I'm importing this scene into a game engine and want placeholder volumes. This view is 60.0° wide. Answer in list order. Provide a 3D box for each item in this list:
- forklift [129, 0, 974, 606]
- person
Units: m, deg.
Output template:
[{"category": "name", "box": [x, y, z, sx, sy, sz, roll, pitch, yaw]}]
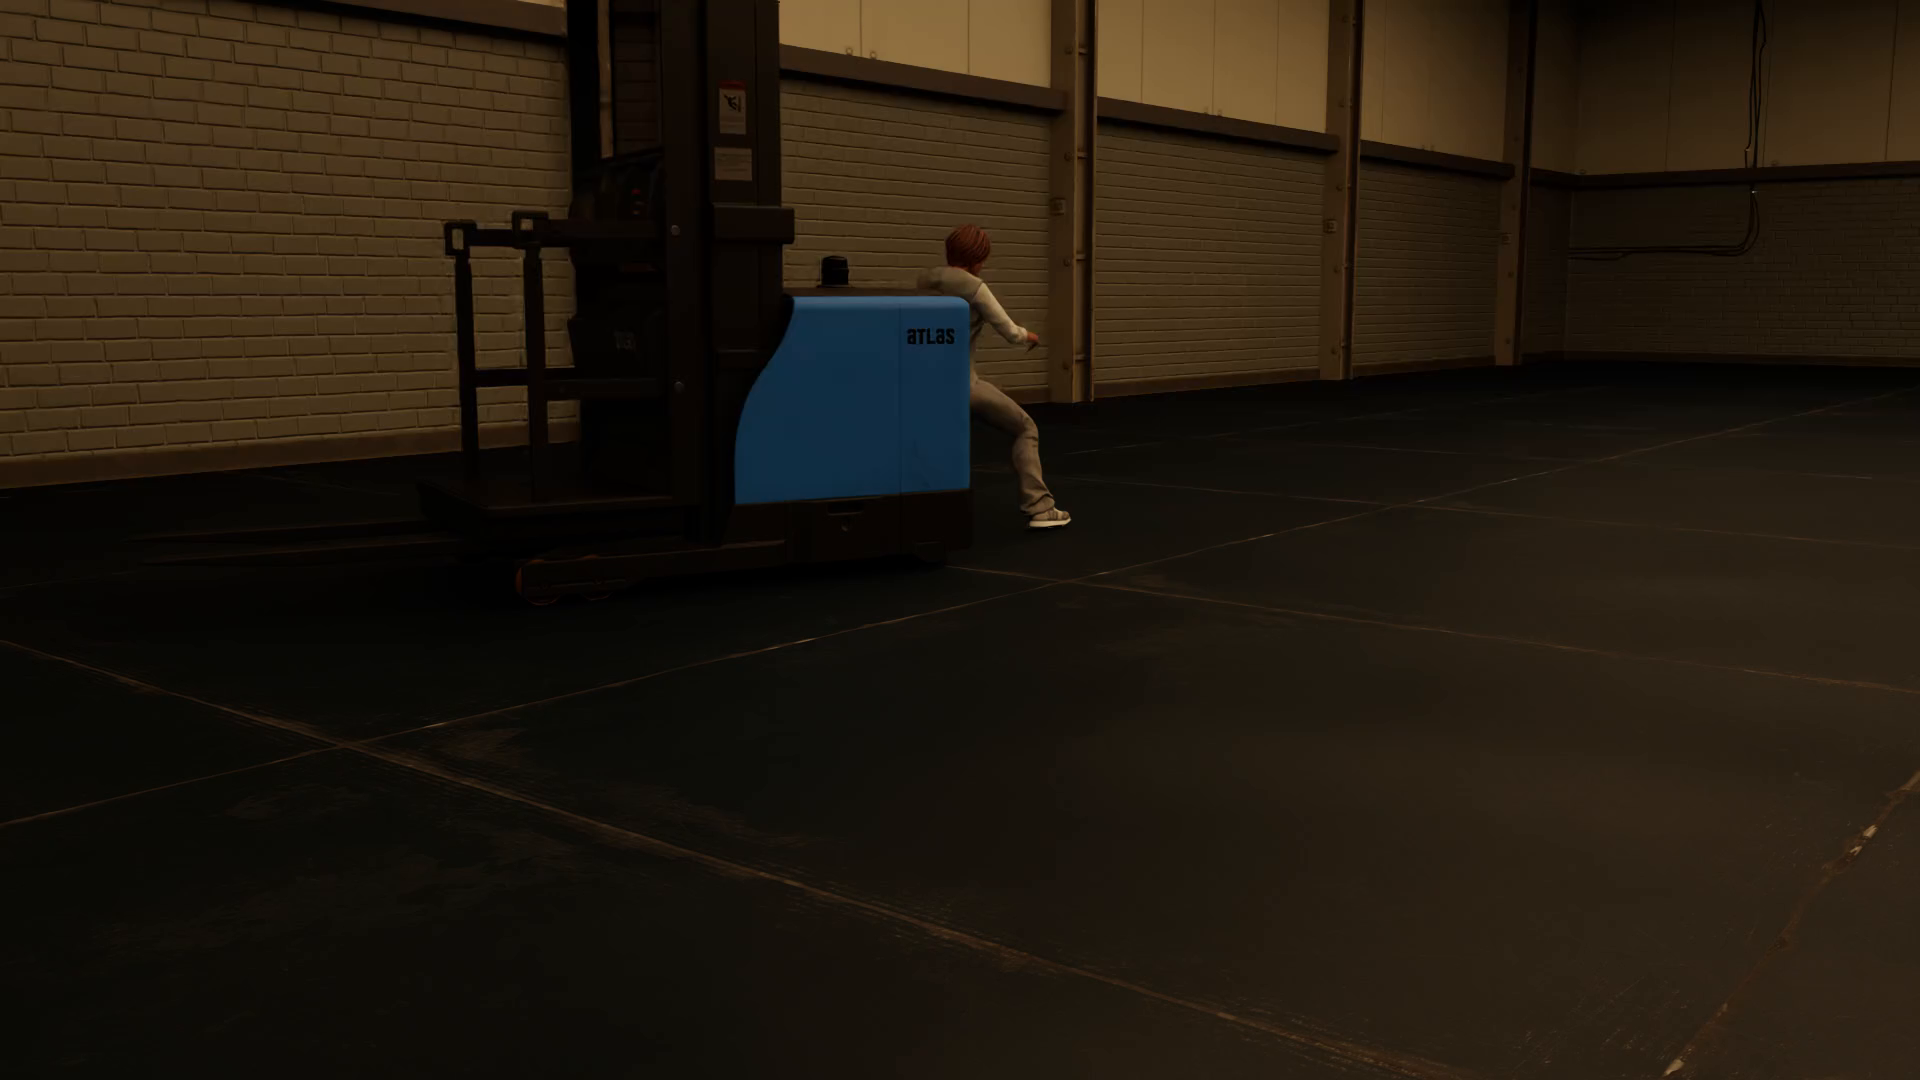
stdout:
[{"category": "forklift", "box": [-1.480, -1.305, 6.204, 3.031, 2.935, 1.130, -5, 10, -30]}, {"category": "person", "box": [0.079, -0.775, 7.879, 0.642, 1.386, 0.832, -8, 12, -44]}]
